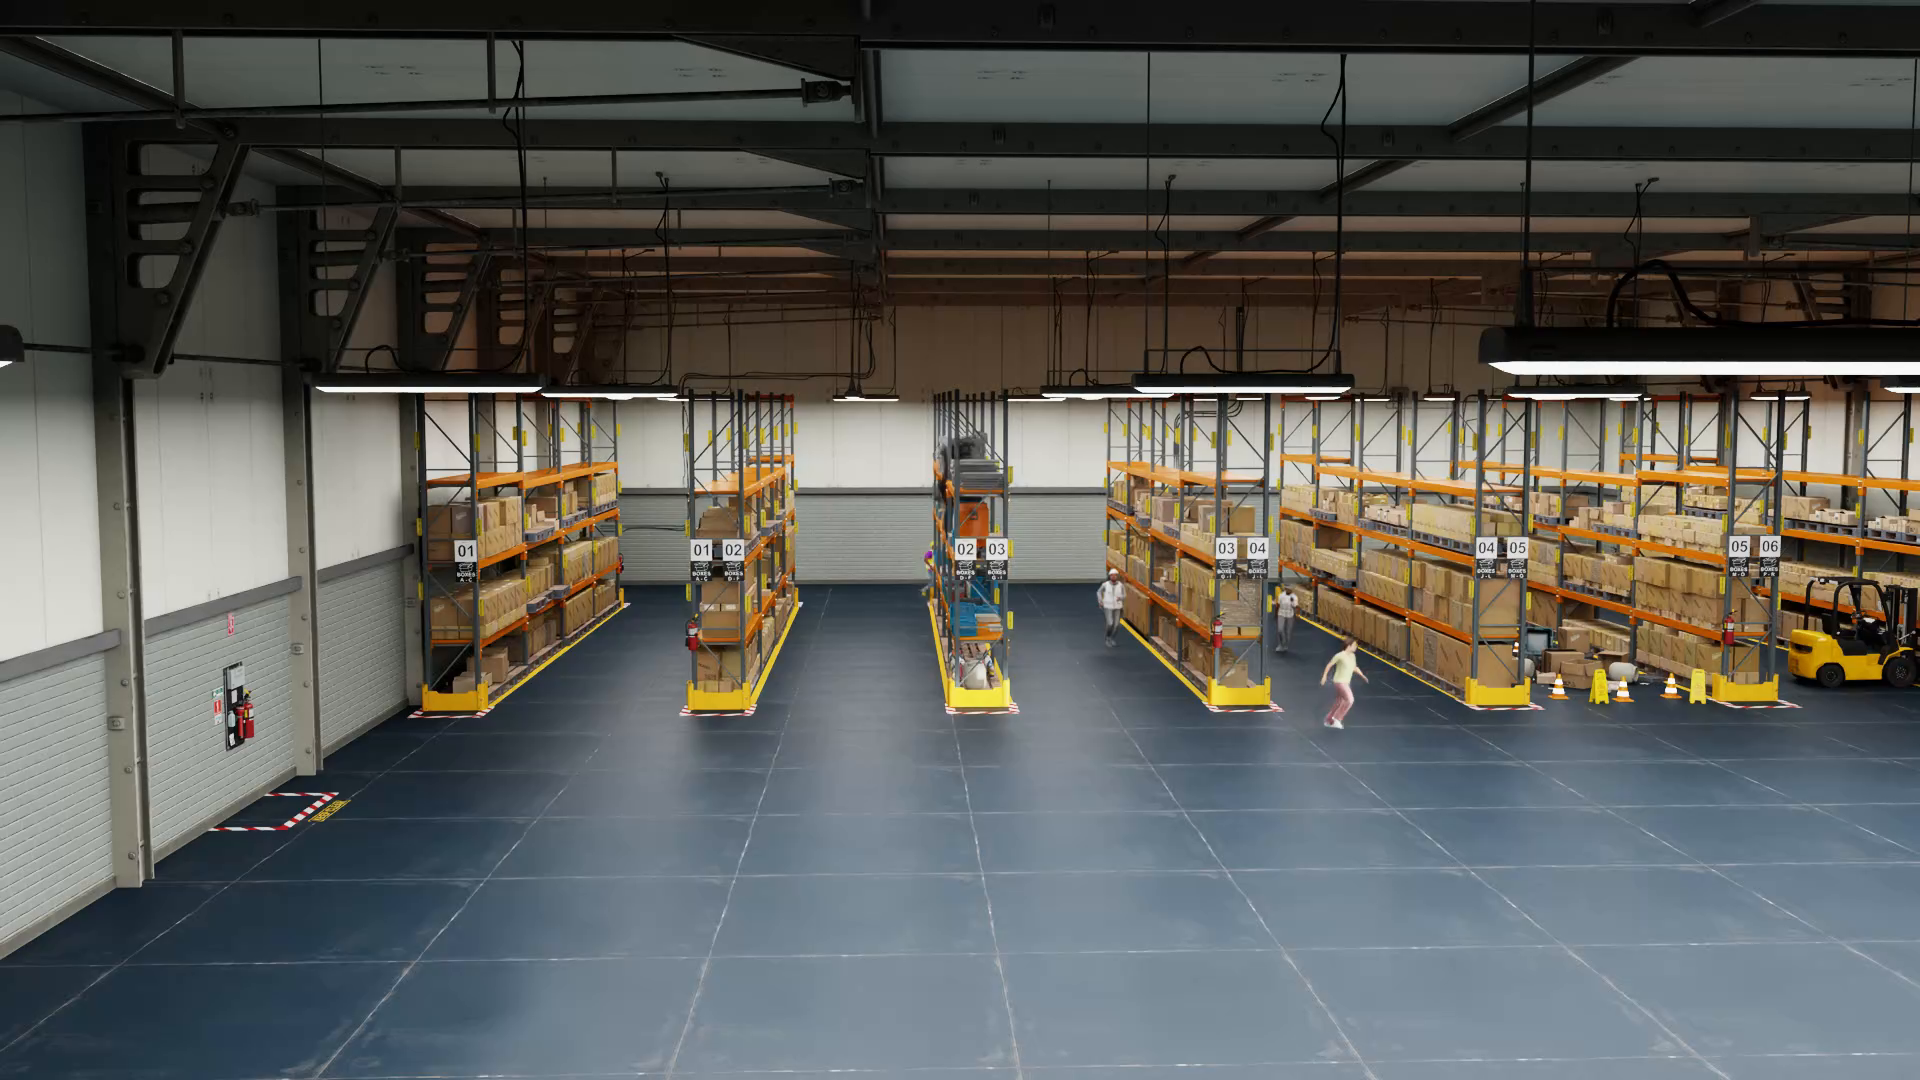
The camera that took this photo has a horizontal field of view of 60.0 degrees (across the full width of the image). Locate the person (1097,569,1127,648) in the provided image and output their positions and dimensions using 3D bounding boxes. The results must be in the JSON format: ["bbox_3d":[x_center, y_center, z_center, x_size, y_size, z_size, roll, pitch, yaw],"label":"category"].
[{"bbox_3d":[3.430,1.543,37.256,0.630,1.794,0.650,-1,5,-7],"label":"person"}]

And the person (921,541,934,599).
[{"bbox_3d":[-0.844,0.883,49.010,0.541,1.699,0.770,1,5,12],"label":"person"}]

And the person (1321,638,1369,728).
[{"bbox_3d":[6.777,2.525,29.239,0.740,1.602,0.552,4,6,44],"label":"person"}]

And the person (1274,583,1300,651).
[{"bbox_3d":[7.556,1.777,38.414,0.564,1.597,0.733,1,5,9],"label":"person"}]
